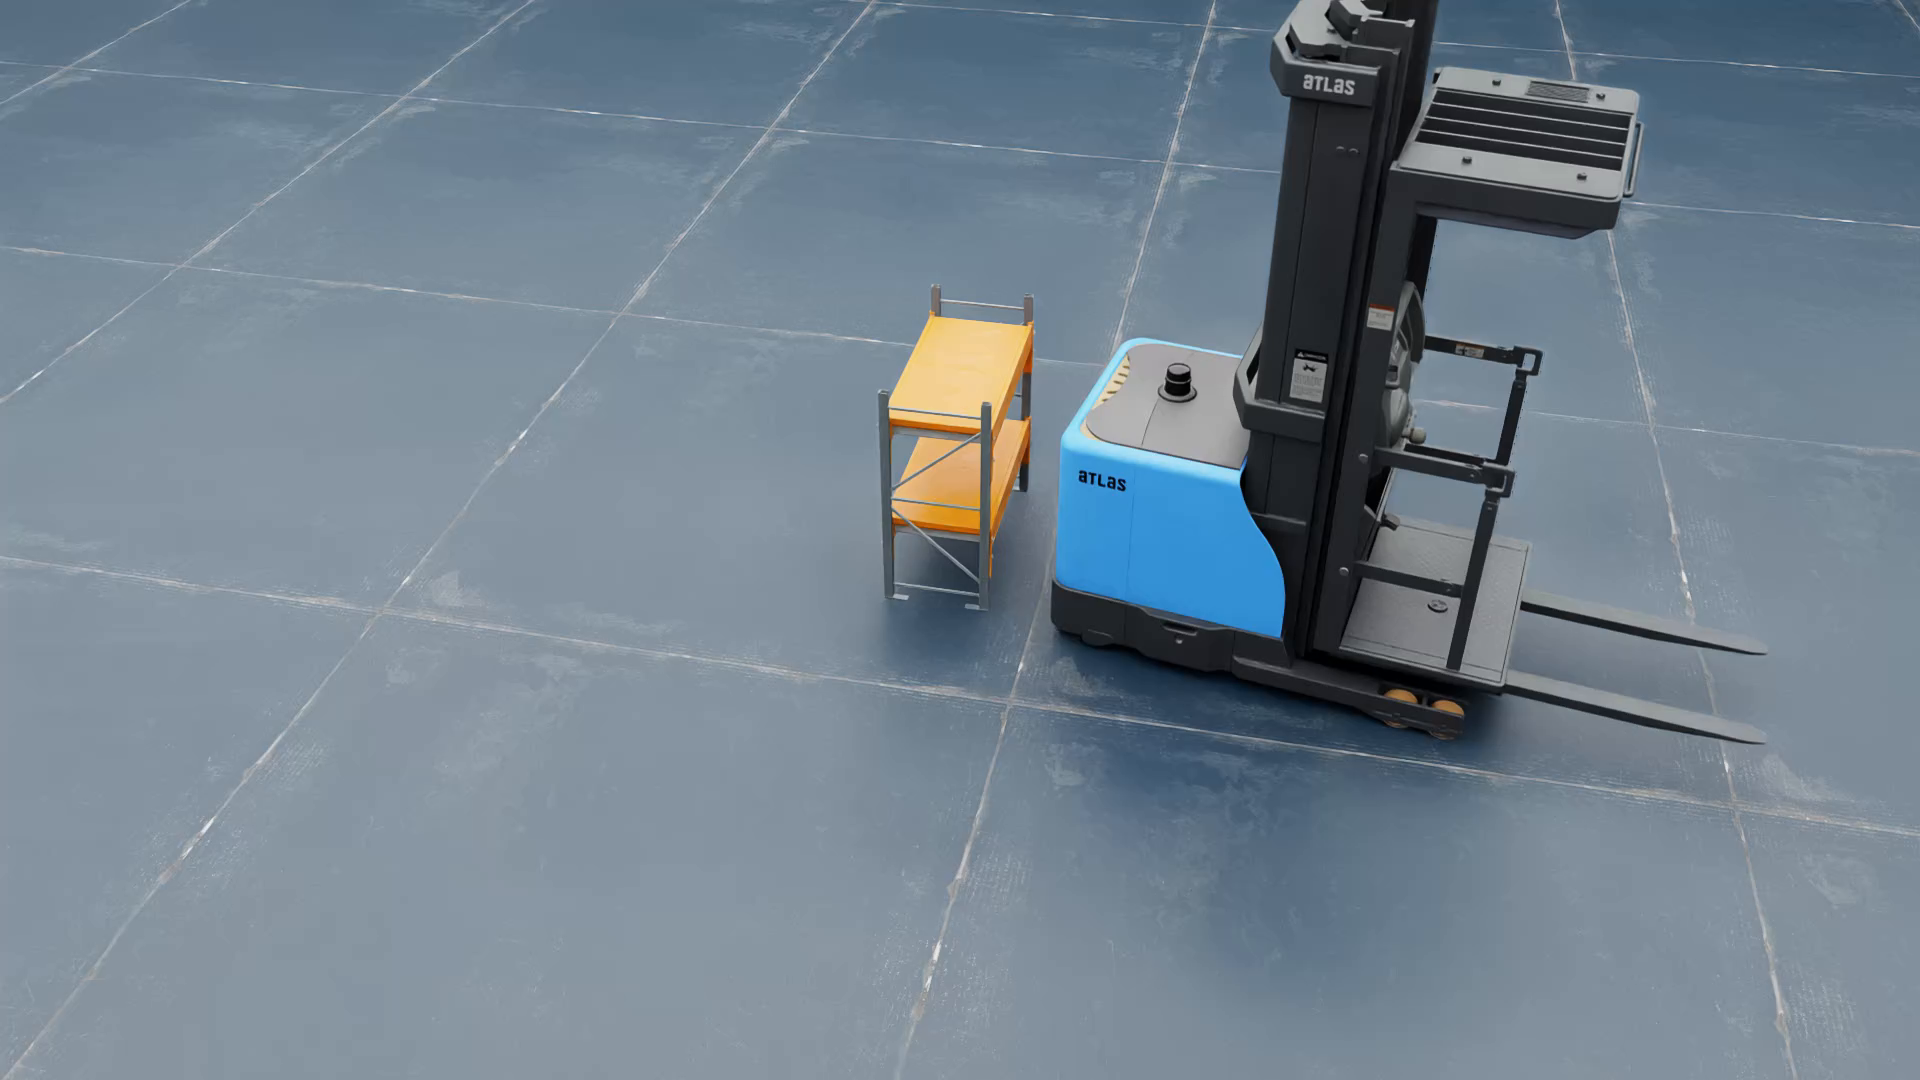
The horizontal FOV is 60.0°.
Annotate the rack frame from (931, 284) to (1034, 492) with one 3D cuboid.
[{"bbox_3d":[0.107,-0.743,8.317,0.500,1.125,0.032,7,37,10],"label":"rack frame"}]

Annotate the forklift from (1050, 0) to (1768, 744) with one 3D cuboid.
[{"bbox_3d":[1.985,-0.693,6.708,3.031,2.935,1.130,13,38,17],"label":"forklift"}]

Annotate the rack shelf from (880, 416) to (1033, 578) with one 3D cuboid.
[{"bbox_3d":[-0.001,-0.254,8.058,0.538,0.278,1.000,7,37,10],"label":"rack shelf"}]

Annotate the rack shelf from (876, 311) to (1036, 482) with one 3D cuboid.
[{"bbox_3d":[-0.001,-0.689,7.743,0.538,0.278,1.000,7,37,10],"label":"rack shelf"}]

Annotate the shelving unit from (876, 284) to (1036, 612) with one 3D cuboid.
[{"bbox_3d":[-0.001,-0.452,7.915,0.538,1.125,1.048,7,37,10],"label":"shelving unit"}]

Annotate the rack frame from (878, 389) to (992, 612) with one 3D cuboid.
[{"bbox_3d":[-0.110,-0.160,7.512,0.500,1.125,0.032,7,37,10],"label":"rack frame"}]
